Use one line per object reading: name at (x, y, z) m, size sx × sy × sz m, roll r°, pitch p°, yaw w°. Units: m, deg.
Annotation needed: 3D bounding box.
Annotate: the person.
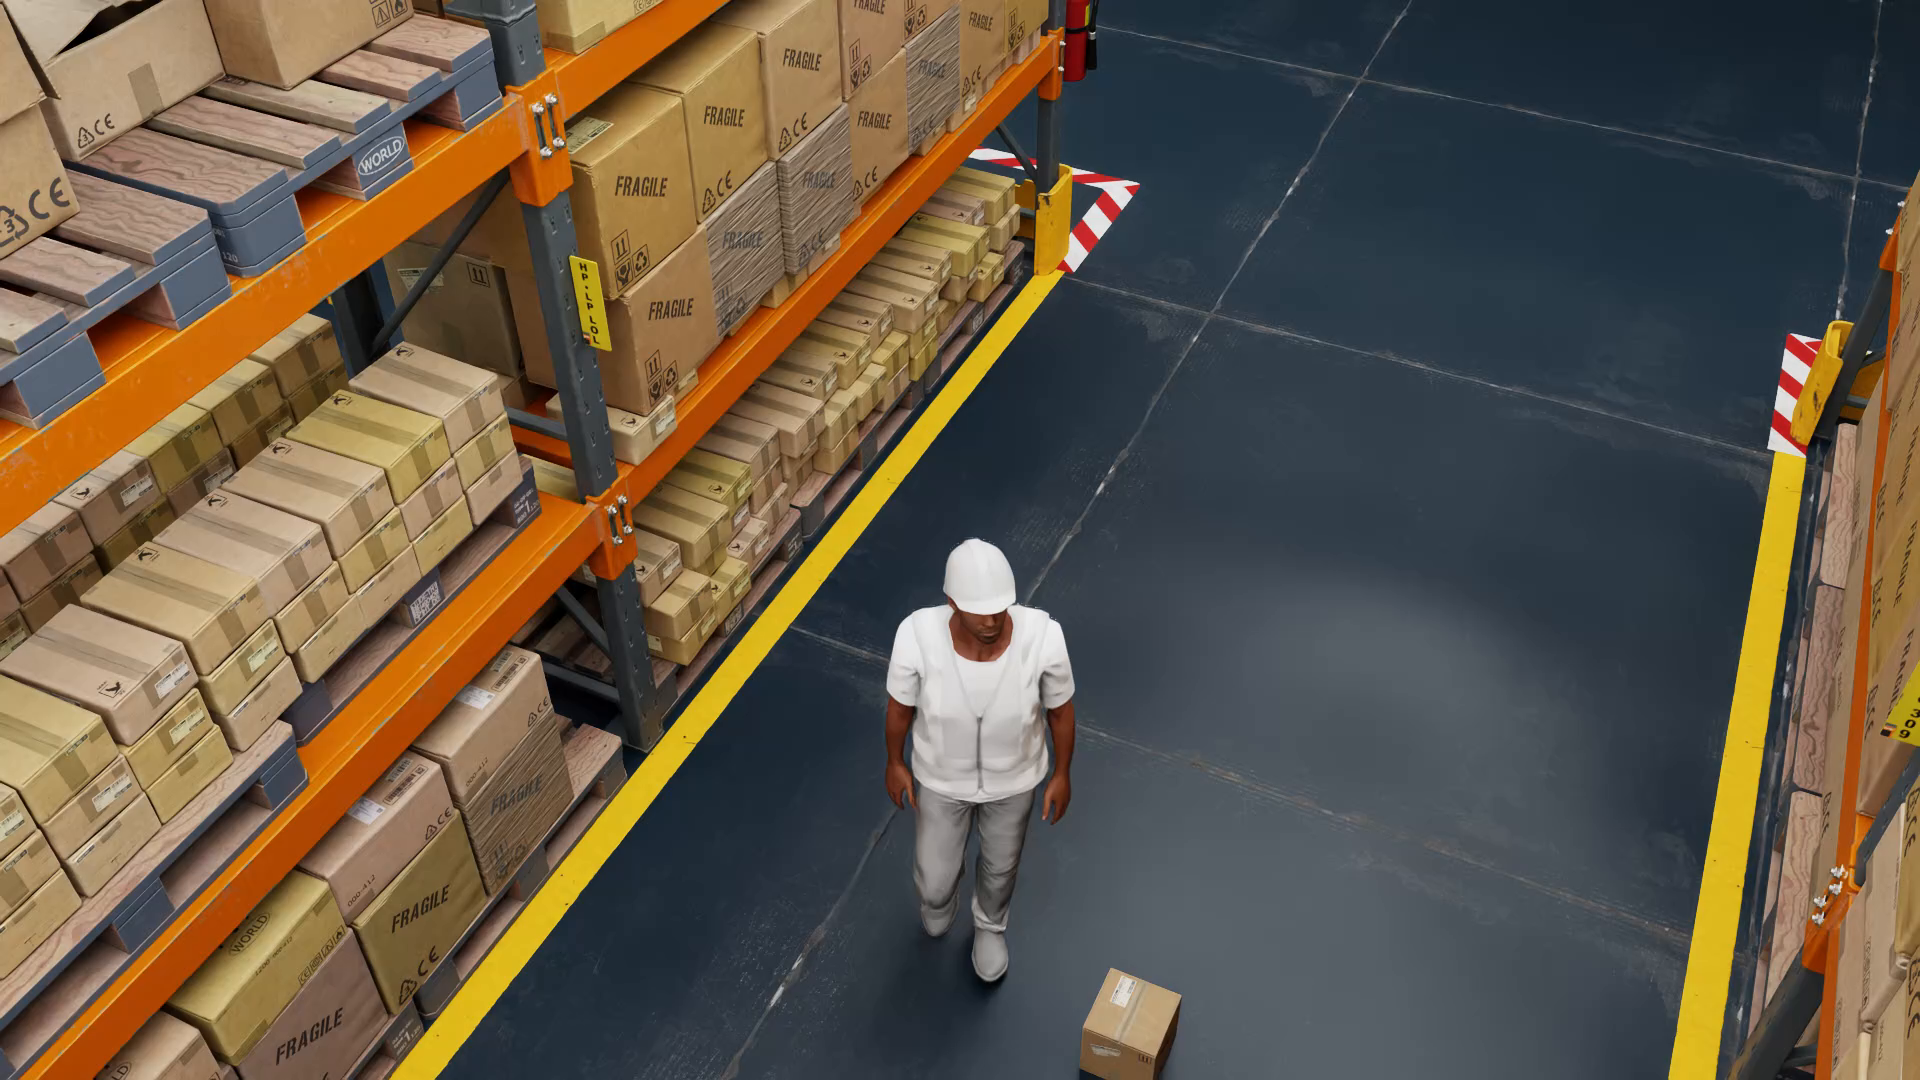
person at (0.062, 0.754, 5.269) m, size 0.607 × 1.760 × 0.466 m, roll -1°, pitch 42°, yaw -1°
